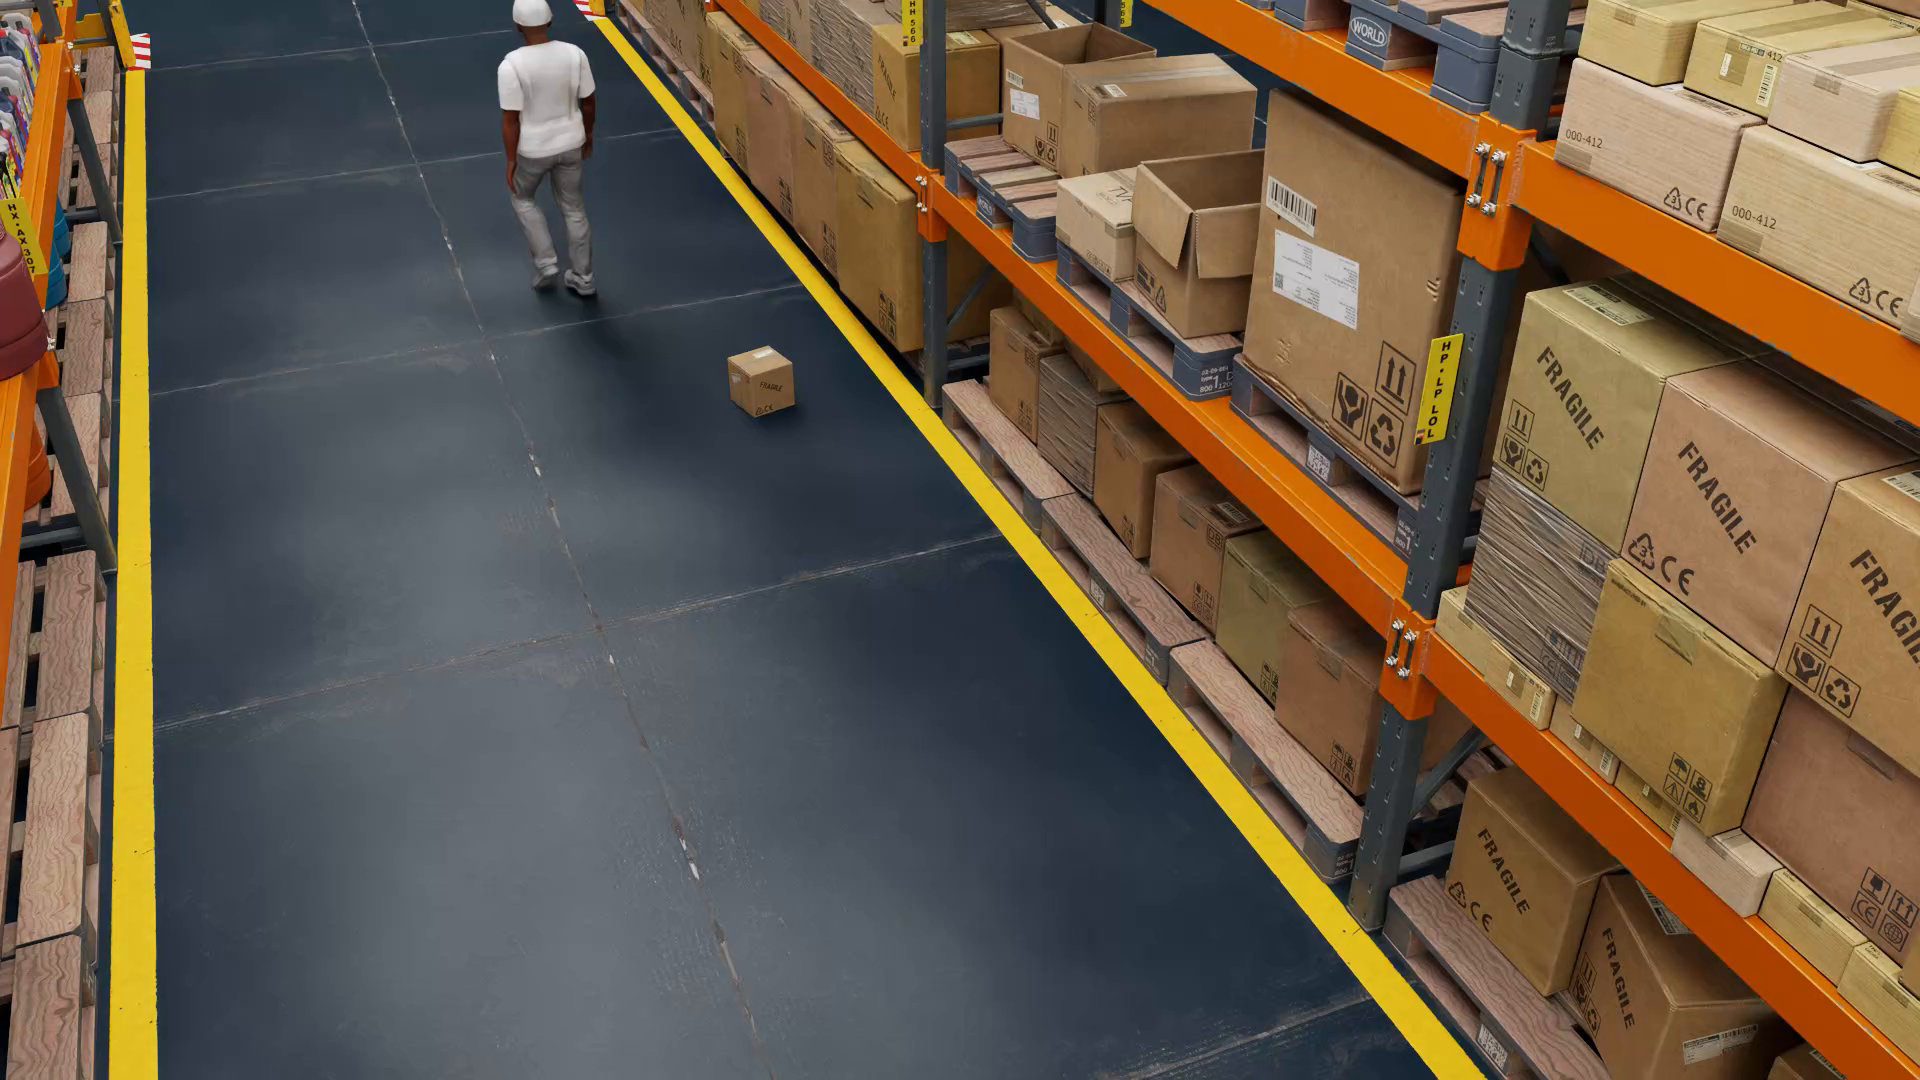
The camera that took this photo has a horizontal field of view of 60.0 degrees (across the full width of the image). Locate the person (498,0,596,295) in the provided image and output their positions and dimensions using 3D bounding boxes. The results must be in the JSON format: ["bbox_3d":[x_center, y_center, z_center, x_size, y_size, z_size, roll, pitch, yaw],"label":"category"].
[{"bbox_3d":[-2.370,-2.247,9.553,0.611,1.818,0.515,-20,38,-27],"label":"person"}]
